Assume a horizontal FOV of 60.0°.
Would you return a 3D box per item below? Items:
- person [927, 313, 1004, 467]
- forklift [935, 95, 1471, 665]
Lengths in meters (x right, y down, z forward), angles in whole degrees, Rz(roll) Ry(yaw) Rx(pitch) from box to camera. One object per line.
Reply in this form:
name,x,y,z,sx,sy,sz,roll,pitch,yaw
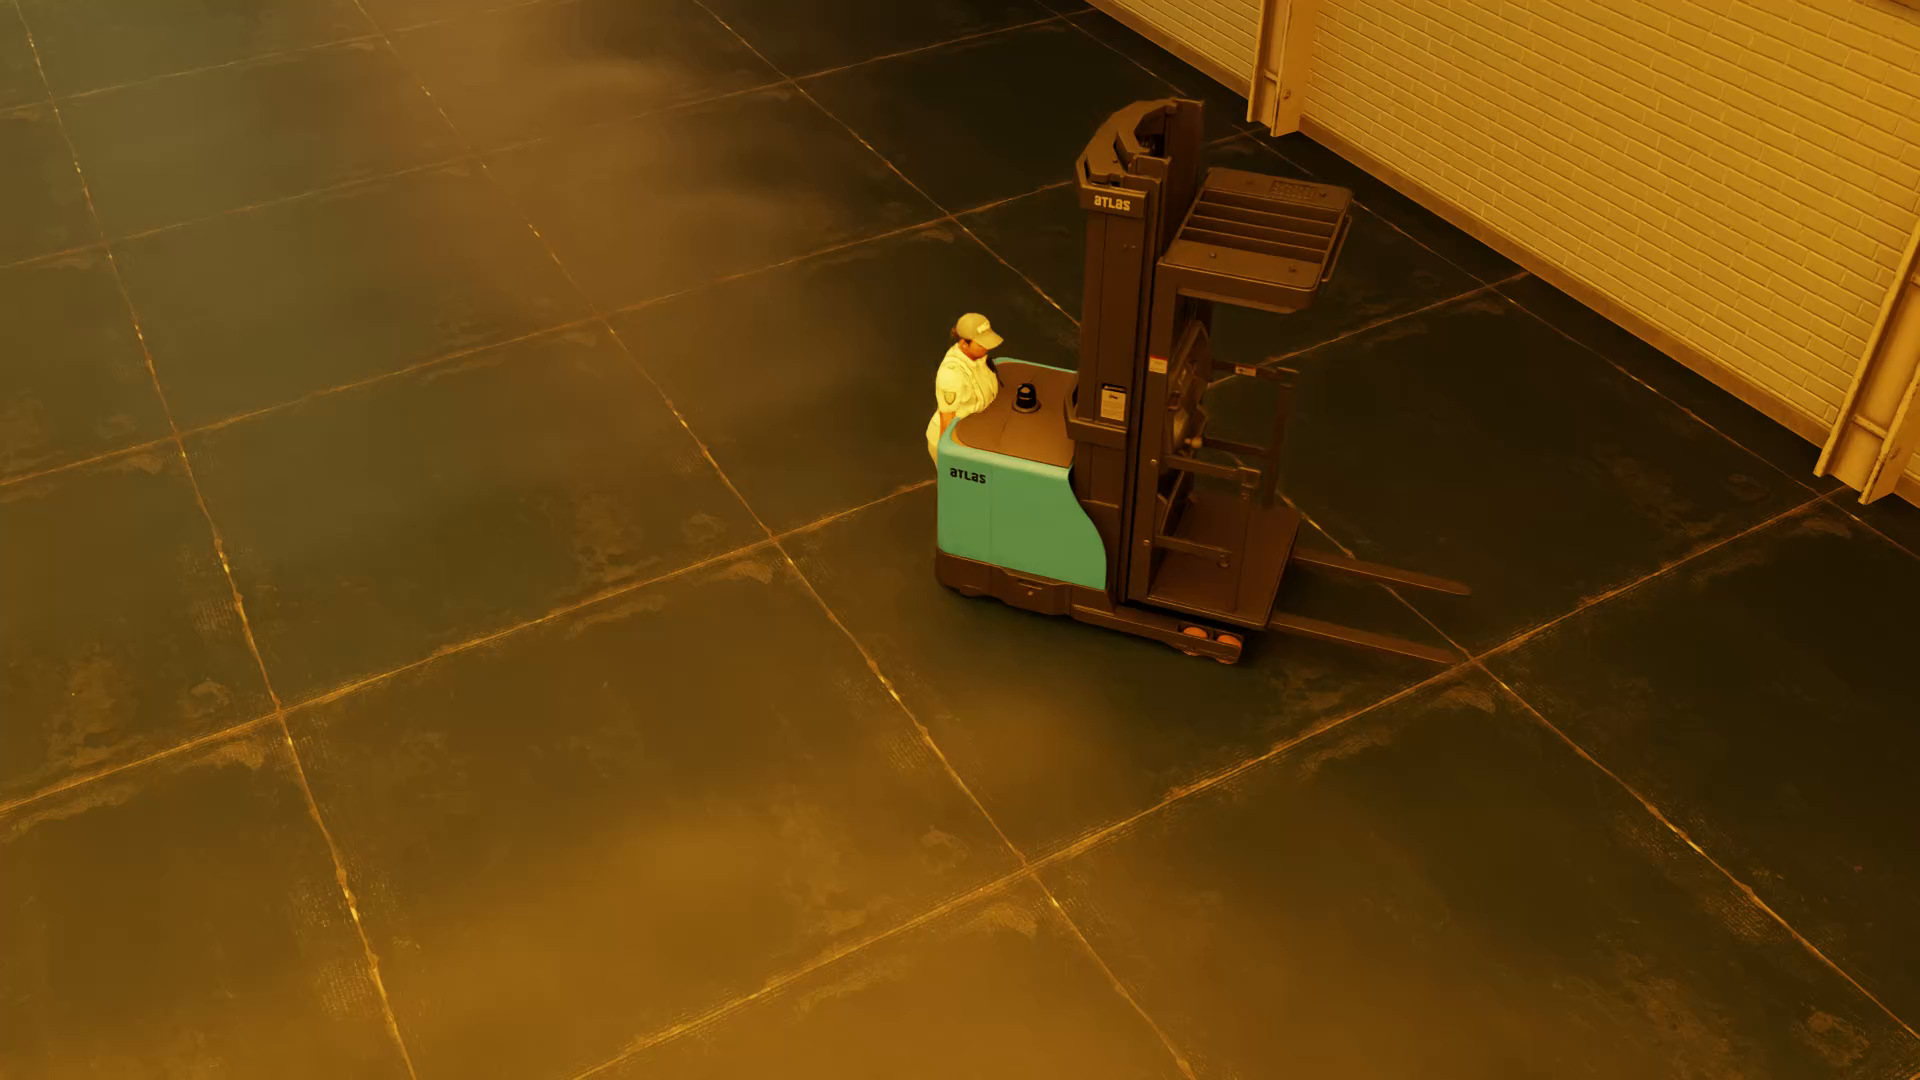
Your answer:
person,0.054,-0.643,9.856,0.411,1.634,0.694,14,42,16
forklift,1.427,-0.807,9.009,3.031,2.935,1.130,13,41,15
